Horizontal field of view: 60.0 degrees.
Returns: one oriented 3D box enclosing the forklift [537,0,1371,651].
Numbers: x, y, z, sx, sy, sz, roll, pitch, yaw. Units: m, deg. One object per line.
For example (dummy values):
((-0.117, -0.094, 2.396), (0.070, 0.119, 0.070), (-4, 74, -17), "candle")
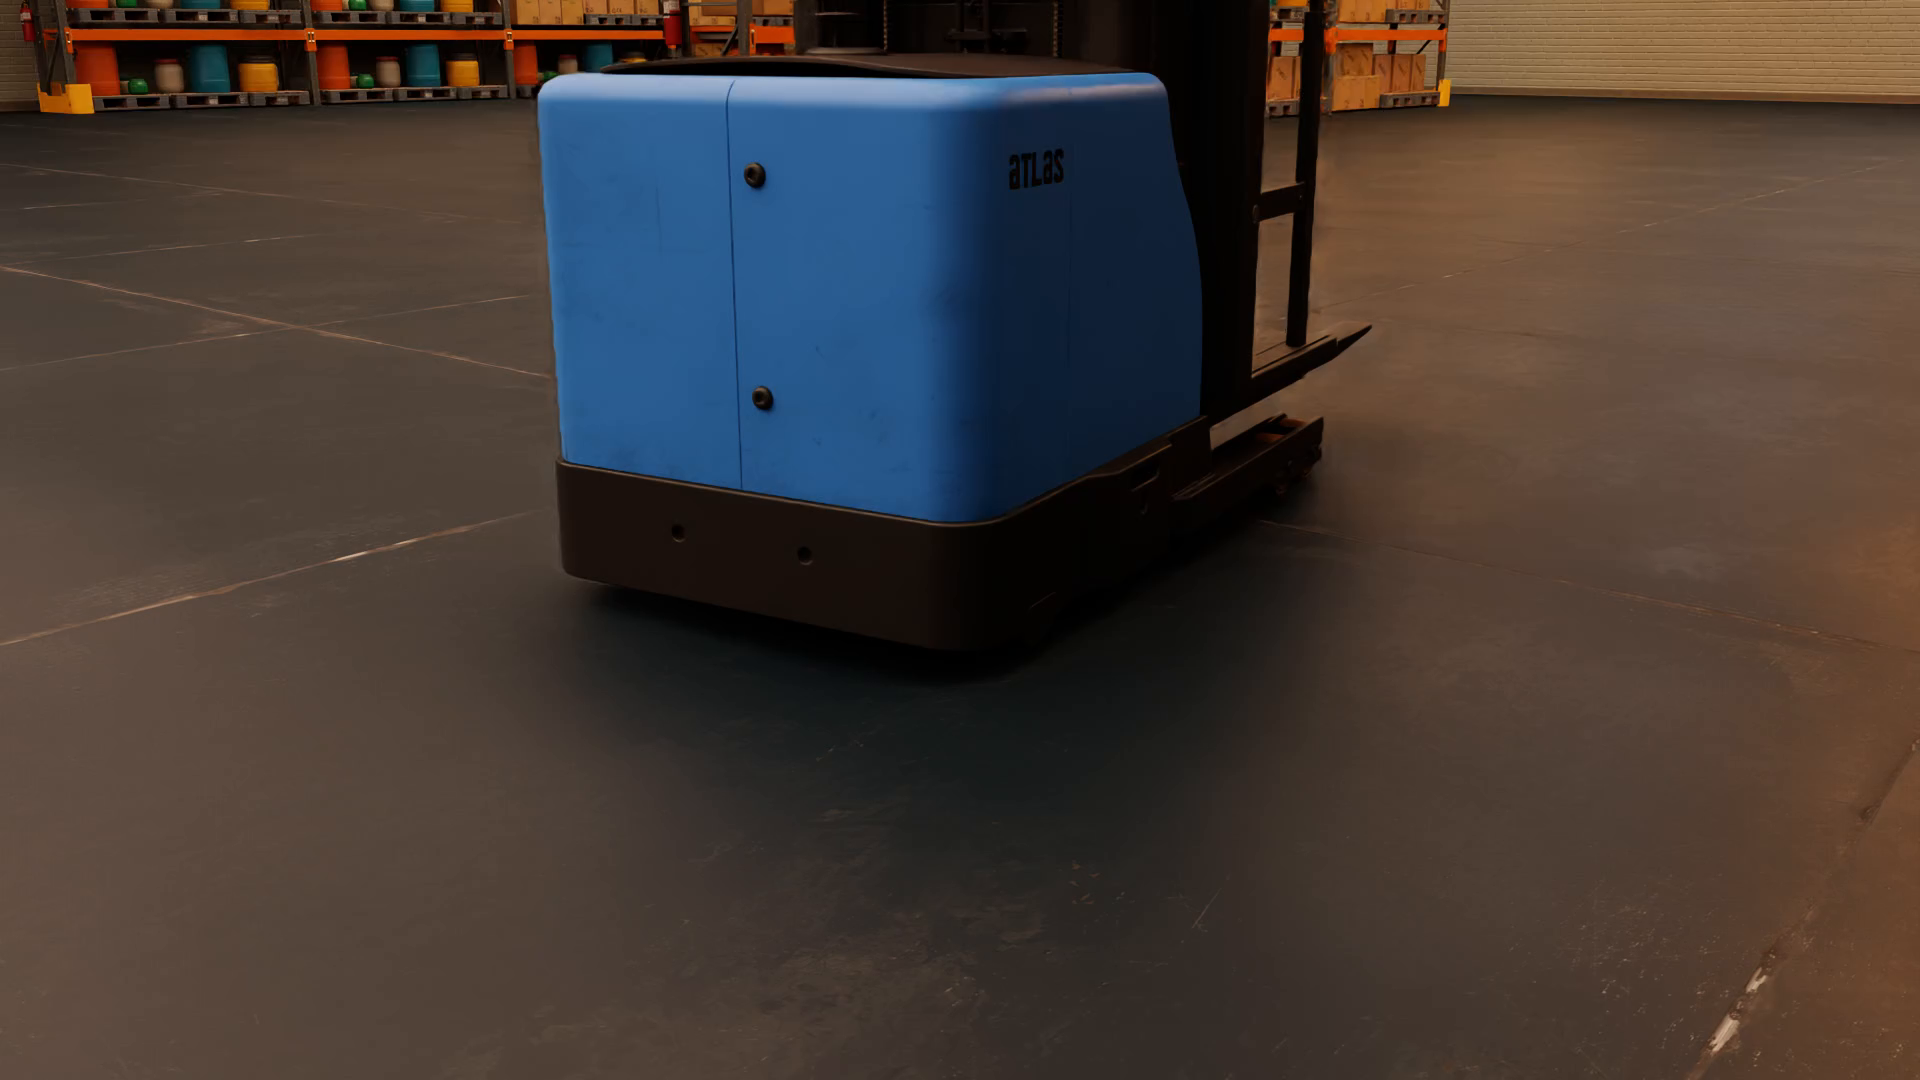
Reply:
((0.328, -1.576, 4.089), (1.130, 2.935, 3.031), (9, 19, 28), "forklift")
